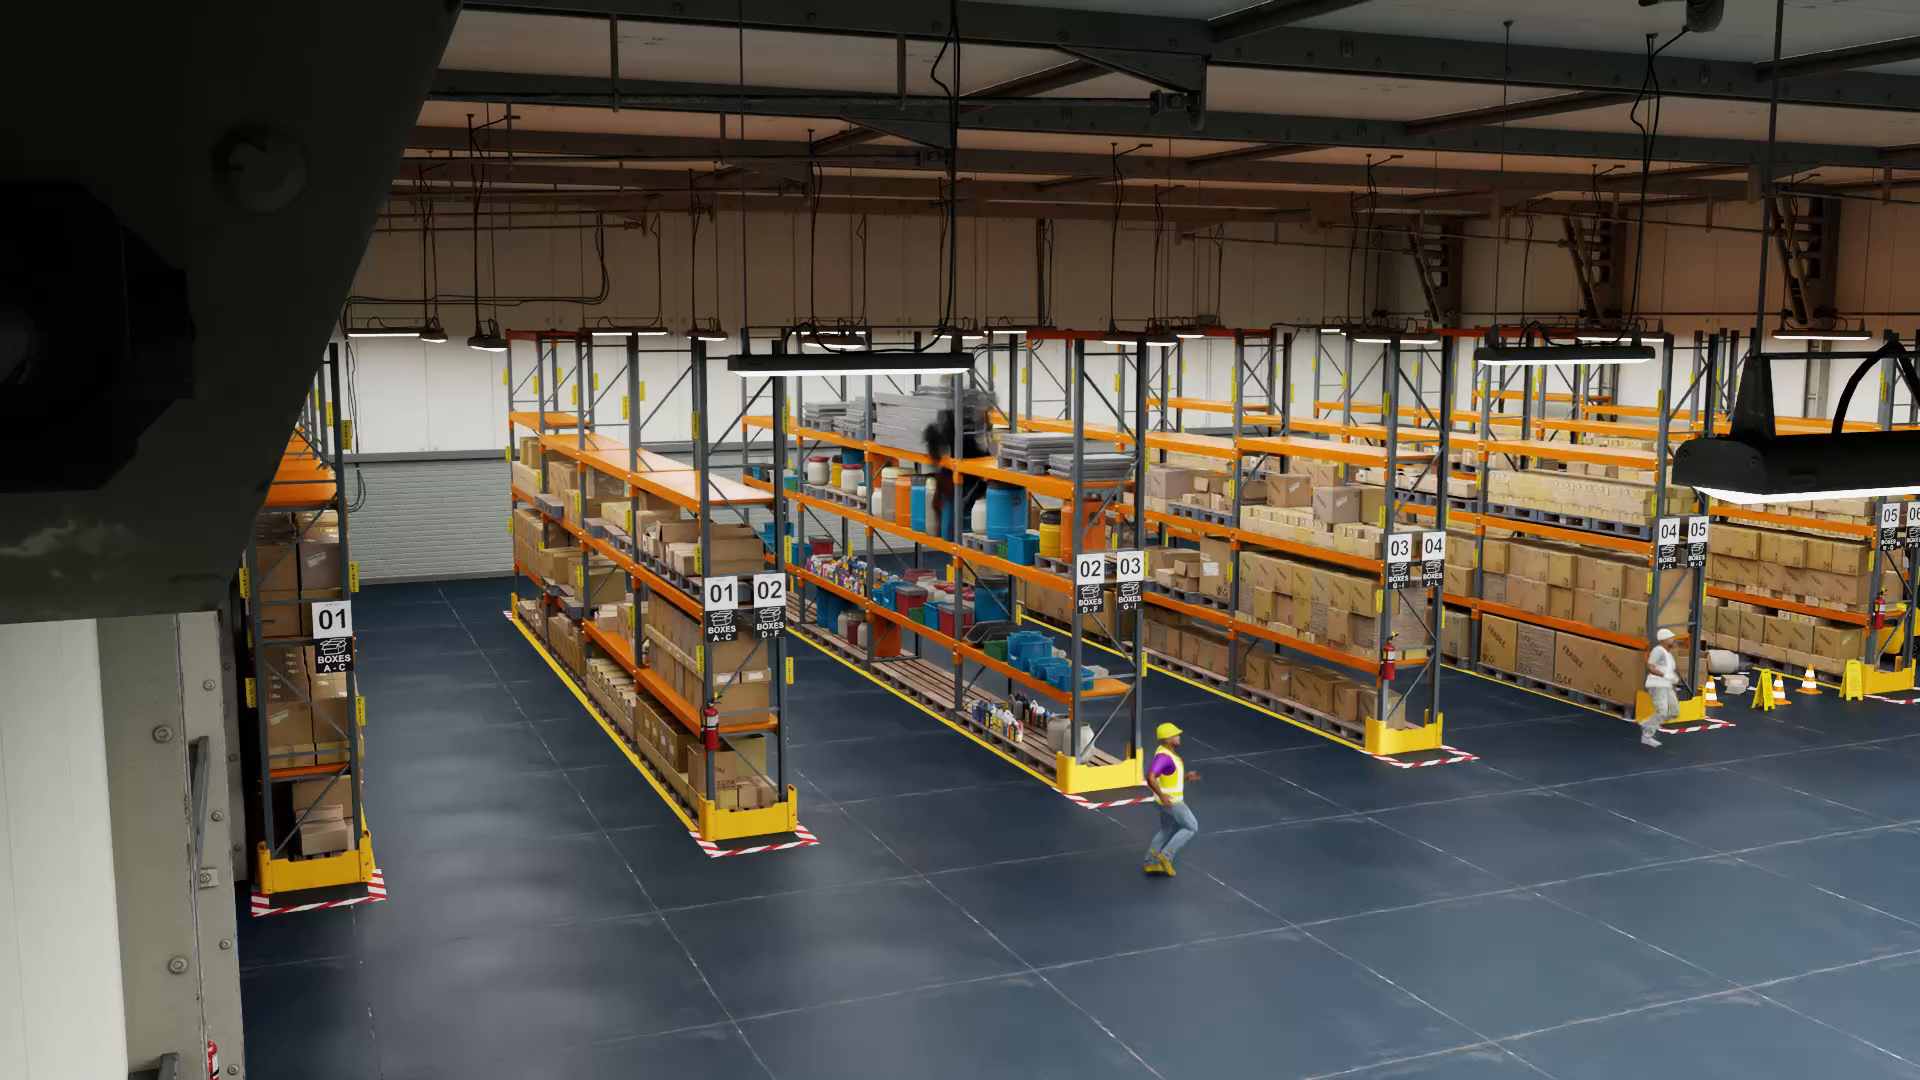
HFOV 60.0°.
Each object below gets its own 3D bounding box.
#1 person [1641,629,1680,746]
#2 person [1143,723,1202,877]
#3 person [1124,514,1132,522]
[{"bbox_3d":[10.387,2.160,24.531,0.534,1.698,0.683,7,10,41],"label":"person"},{"bbox_3d":[2.402,2.922,18.737,0.667,1.738,0.684,0,8,1],"label":"person"},{"bbox_3d":[3.821,0.219,38.509,0.716,1.785,0.929,-2,8,-13],"label":"person"}]
